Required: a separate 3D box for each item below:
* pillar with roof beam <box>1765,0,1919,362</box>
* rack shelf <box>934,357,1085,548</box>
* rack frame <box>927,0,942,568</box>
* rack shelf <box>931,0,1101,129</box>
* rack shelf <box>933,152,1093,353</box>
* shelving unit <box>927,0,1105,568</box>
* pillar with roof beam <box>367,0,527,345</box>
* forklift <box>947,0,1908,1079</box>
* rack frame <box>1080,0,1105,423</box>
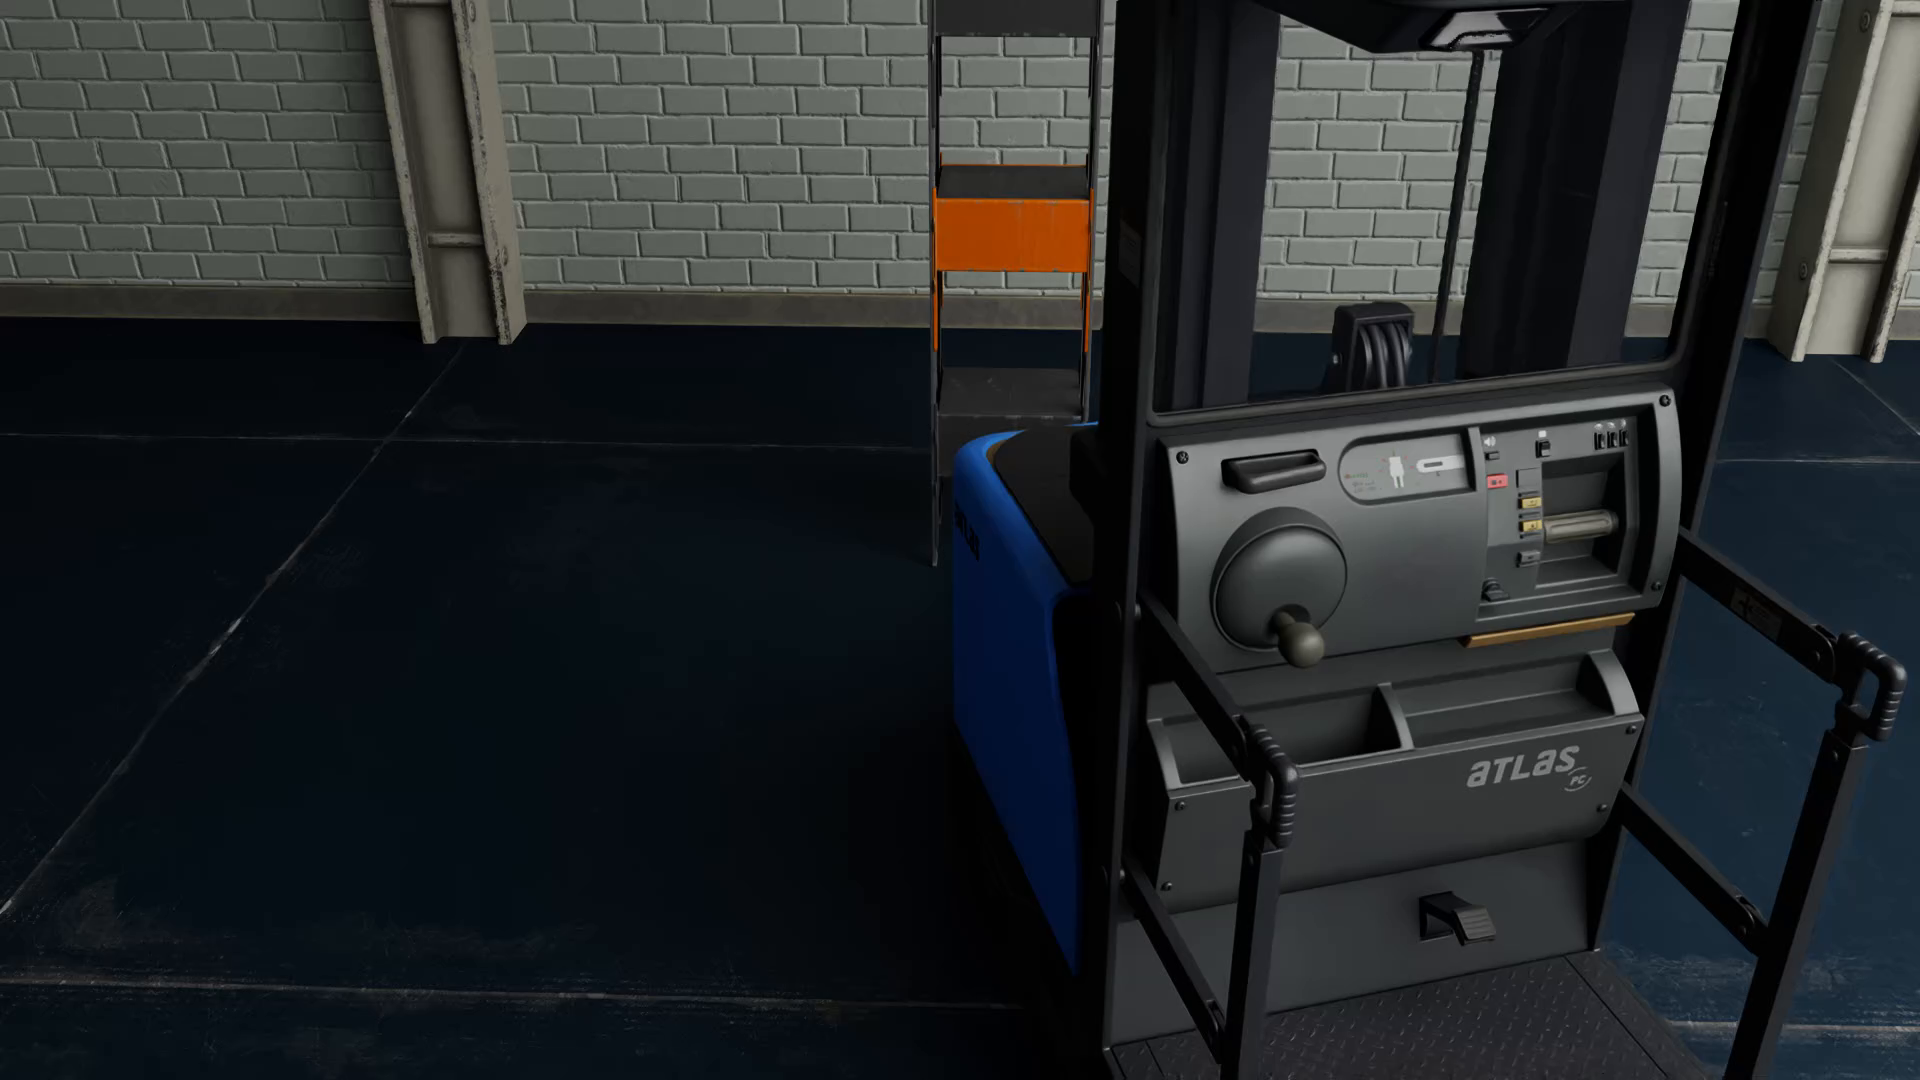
[{"bbox_3d":[3.654,-2.806,1.435,0.400,9.000,9.100,1,28,2],"label":"pillar with roof beam"},{"bbox_3d":[0.165,-0.294,5.587,0.480,0.518,0.431,1,28,2],"label":"rack shelf"},{"bbox_3d":[-0.078,-0.929,5.261,0.015,2.100,0.400,1,28,2],"label":"rack frame"},{"bbox_3d":[0.165,-1.531,4.932,0.480,0.518,0.431,1,28,2],"label":"rack shelf"},{"bbox_3d":[0.165,-0.913,5.259,0.480,0.518,0.431,1,28,2],"label":"rack shelf"},{"bbox_3d":[0.165,-0.925,5.253,0.503,2.100,0.431,1,28,2],"label":"shelving unit"},{"bbox_3d":[-2.343,-2.905,1.623,0.400,9.000,9.100,1,28,2],"label":"pillar with roof beam"},{"bbox_3d":[0.842,0.016,2.591,1.130,2.935,3.031,-7,29,-13],"label":"forklift"},{"bbox_3d":[0.409,-0.921,5.245,0.015,2.100,0.400,1,28,2],"label":"rack frame"}]
